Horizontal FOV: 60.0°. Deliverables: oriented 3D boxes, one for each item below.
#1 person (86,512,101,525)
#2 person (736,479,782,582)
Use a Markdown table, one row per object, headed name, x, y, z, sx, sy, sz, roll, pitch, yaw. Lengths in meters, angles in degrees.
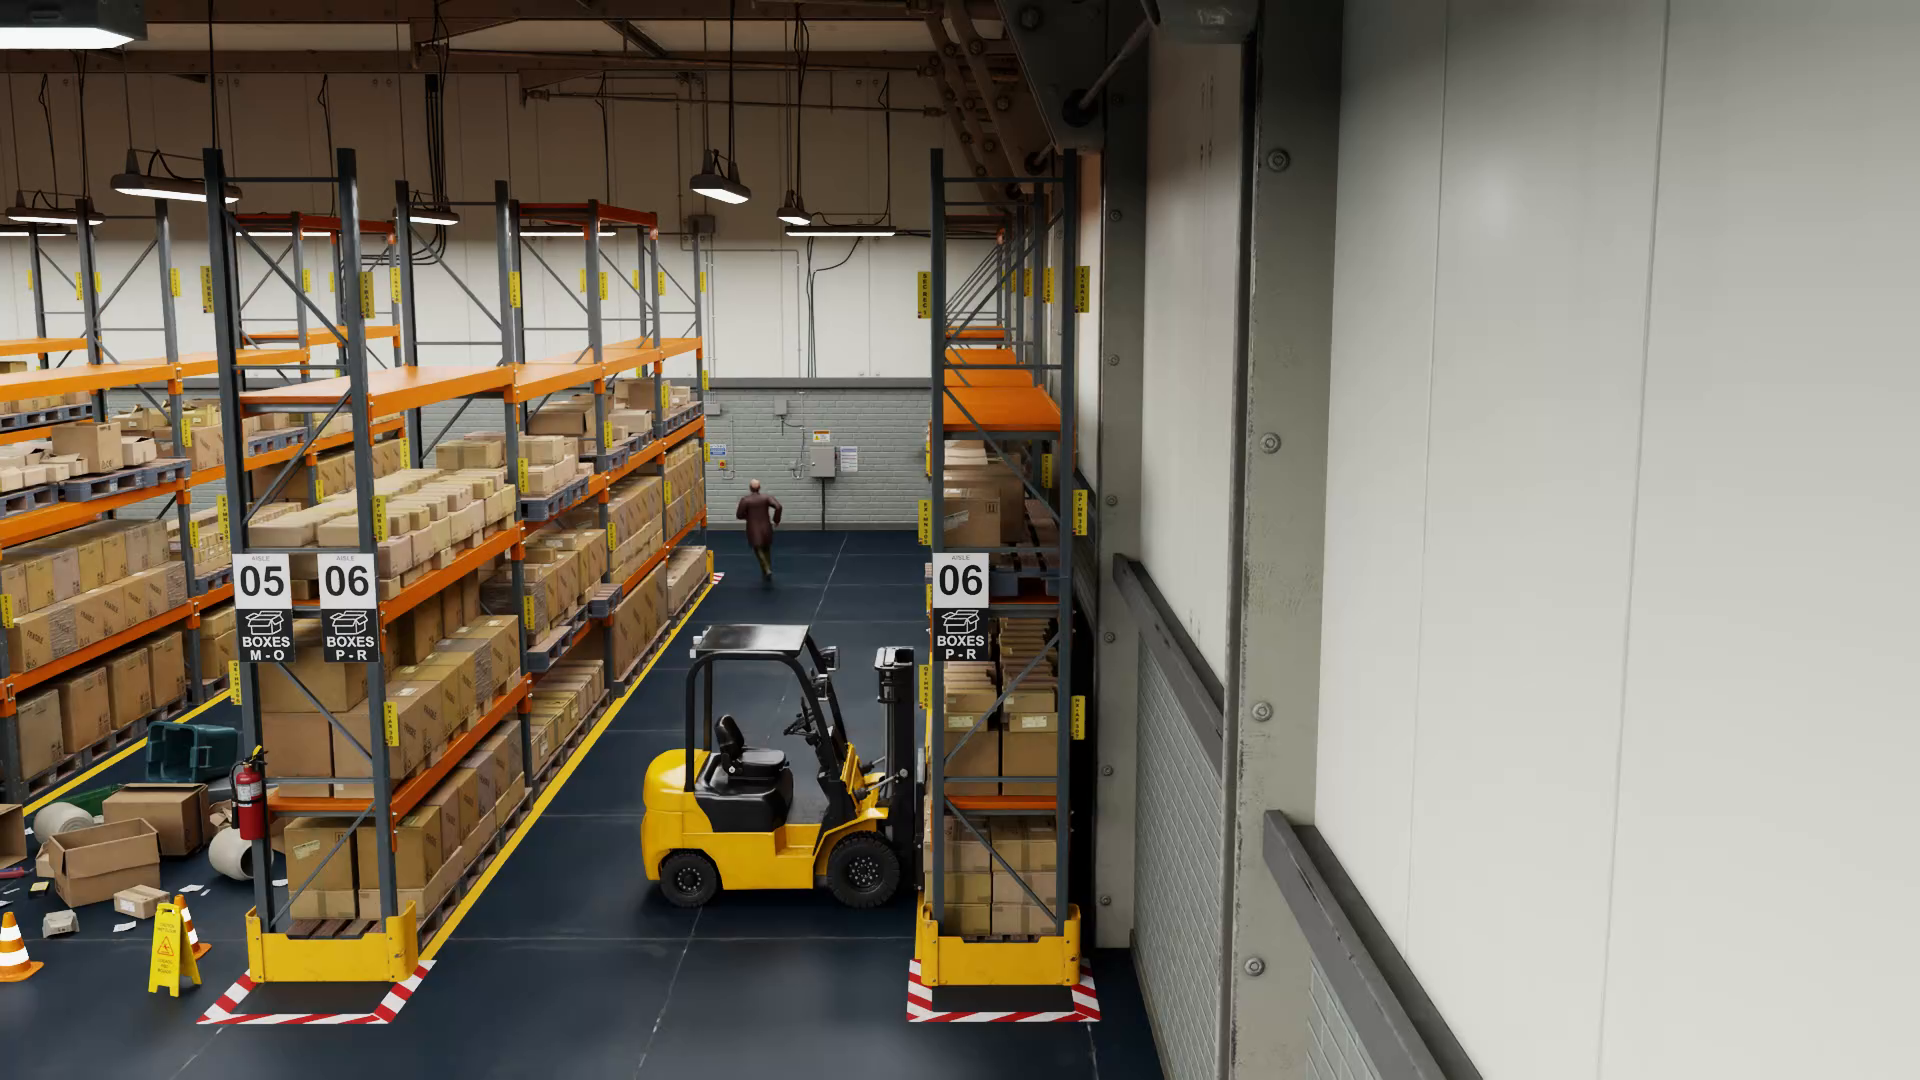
| name | x | y | z | sx | sy | sz | roll | pitch | yaw |
| --- | --- | --- | --- | --- | --- | --- | --- | --- | --- |
| person | -12.811 | 0.354 | 24.880 | 0.619 | 1.773 | 0.832 | -2 | 9 | -9 |
| person | -3.354 | -0.111 | 27.701 | 0.736 | 1.804 | 0.984 | -3 | 10 | -18 |
